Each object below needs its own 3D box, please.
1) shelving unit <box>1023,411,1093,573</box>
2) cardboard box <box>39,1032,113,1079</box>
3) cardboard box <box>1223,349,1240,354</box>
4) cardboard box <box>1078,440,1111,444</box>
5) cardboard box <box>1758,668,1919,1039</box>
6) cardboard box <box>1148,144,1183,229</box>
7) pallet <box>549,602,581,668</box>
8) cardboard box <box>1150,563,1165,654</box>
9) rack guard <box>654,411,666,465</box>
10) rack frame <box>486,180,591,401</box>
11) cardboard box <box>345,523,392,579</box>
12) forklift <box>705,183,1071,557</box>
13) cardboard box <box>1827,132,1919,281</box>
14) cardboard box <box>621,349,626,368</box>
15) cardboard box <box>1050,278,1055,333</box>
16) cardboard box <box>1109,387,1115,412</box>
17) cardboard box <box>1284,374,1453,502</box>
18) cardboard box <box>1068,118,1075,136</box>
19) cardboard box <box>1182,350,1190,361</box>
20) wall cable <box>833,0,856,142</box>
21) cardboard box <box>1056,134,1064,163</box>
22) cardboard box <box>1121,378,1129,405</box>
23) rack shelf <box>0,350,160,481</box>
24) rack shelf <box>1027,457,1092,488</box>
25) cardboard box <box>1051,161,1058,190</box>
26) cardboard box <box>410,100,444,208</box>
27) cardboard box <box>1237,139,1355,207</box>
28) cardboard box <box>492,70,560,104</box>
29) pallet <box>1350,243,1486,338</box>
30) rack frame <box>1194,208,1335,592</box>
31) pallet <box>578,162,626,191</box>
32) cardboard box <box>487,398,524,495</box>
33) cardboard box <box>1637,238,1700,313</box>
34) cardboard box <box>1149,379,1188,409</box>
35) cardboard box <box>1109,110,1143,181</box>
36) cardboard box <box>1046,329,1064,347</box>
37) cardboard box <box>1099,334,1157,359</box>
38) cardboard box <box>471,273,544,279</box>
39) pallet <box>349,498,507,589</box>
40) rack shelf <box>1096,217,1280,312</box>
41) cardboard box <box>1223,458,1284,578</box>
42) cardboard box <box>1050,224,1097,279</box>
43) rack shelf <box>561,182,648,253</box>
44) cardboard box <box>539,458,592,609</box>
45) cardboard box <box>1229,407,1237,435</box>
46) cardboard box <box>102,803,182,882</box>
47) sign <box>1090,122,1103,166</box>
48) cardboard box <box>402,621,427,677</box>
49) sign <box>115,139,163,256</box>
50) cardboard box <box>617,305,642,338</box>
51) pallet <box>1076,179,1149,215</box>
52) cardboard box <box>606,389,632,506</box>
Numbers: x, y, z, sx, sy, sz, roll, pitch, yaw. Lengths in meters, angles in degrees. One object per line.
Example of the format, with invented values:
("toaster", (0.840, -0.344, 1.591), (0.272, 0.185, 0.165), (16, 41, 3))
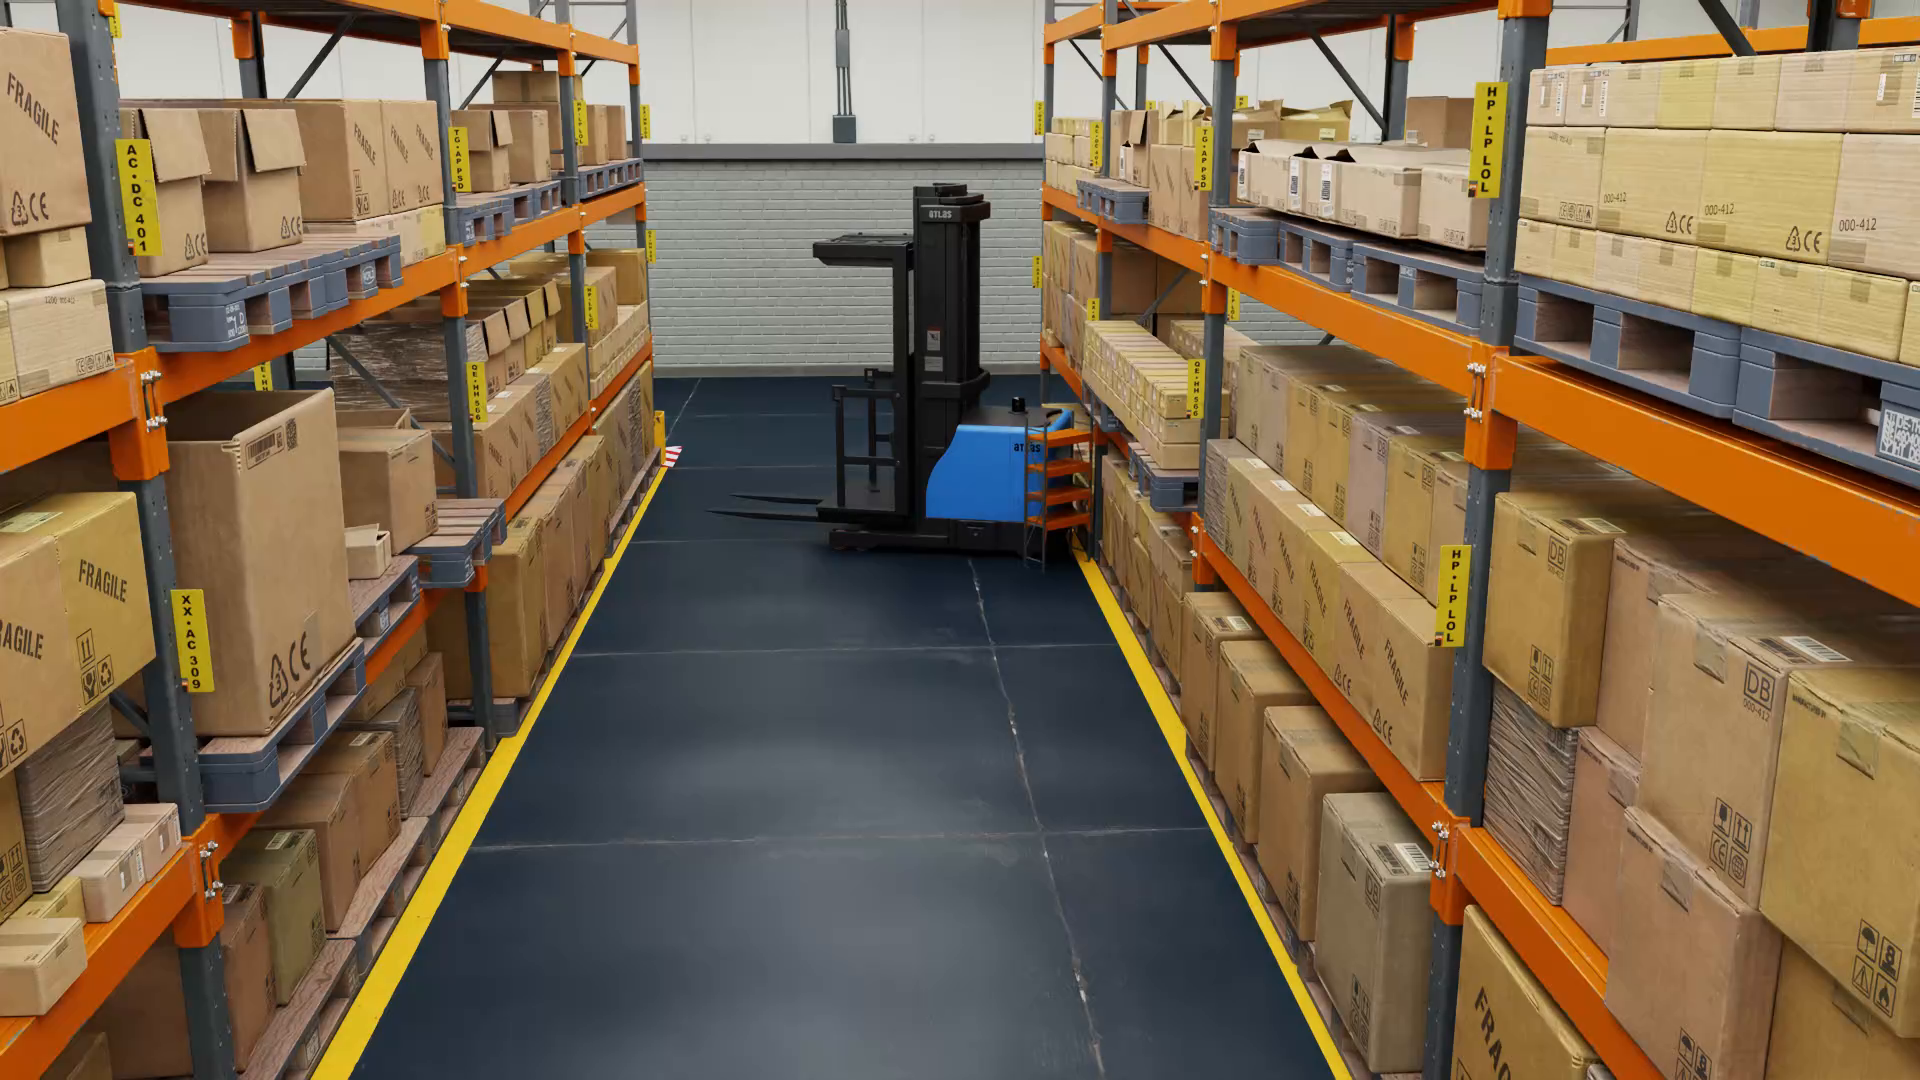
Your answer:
("shelving unit", (0.774, -0.384, 13.111), (0.503, 1.200, 0.258), (-12, 18, -38))
("cardboard box", (-2.899, 1.845, 5.008), (0.500, 0.500, 0.500), (-1, 14, -5))
("cardboard box", (1.895, -1.185, 11.079), (0.380, 0.149, 0.250), (-1, 14, -4))
("cardboard box", (1.141, -0.821, 14.884), (0.380, 0.149, 0.250), (-1, 14, -5))
("cardboard box", (2.148, 0.587, 3.259), (0.875, 0.550, 0.500), (-1, 14, -3))
("cardboard box", (1.465, -2.196, 10.320), (0.500, 0.500, 0.500), (-1, 14, -3))
("pallet", (-3.178, 0.594, 11.294), (1.003, 0.211, 1.213), (-1, 14, -3))
("cardboard box", (1.495, 0.410, 10.585), (0.500, 0.500, 0.500), (0, 14, -1))
("rack guard", (-3.629, -1.042, 17.071), (1.175, 0.500, 0.348), (-1, 14, -3))
("rack frame", (-3.380, -1.251, 12.870), (1.000, 3.000, 0.127), (-1, 14, -3))
("cardboard box", (-2.759, 0.016, 7.373), (0.396, 0.266, 0.258), (-1, 14, -5))
("forklift", (-0.611, -1.453, 13.790), (3.031, 2.935, 1.130), (3, 15, 12))
("cardboard box", (1.920, -0.586, 2.927), (0.500, 0.250, 0.500), (-1, 14, -3))
("cardboard box", (-3.164, -1.596, 14.714), (0.380, 0.149, 0.250), (-1, 14, -5))
("cardboard box", (1.140, -2.241, 15.921), (0.500, 0.500, 0.500), (-1, 14, -3))
("cardboard box", (1.229, -0.955, 11.379), (0.380, 0.149, 0.250), (-1, 14, -4))
("cardboard box", (1.909, -0.476, 7.648), (0.700, 0.500, 0.500), (-1, 14, -4))
("cardboard box", (1.143, -3.576, 14.381), (0.380, 0.149, 0.250), (-1, 14, -4))
("cardboard box", (1.829, -1.305, 12.145), (0.380, 0.149, 0.250), (0, 14, -1))
("wall cable", (-0.538, -8.169, 21.261), (2.277, 5.999, 0.120), (-1, 14, -3))
("cardboard box", (1.150, -3.551, 15.086), (0.500, 0.250, 0.500), (-1, 14, -3))
("cardboard box", (1.258, -0.970, 10.843), (0.380, 0.149, 0.250), (-1, 14, -2))
("rack shelf", (-2.760, 0.131, 2.920), (1.077, 0.370, 4.000), (-1, 14, -3))
("rack shelf", (0.774, -0.536, 13.072), (0.480, 0.148, 0.258), (-12, 18, -38))
("cardboard box", (1.130, -3.431, 15.623), (0.500, 0.250, 0.500), (0, 14, -2))
("cardboard box", (-2.853, -1.885, 8.109), (0.500, 0.500, 0.500), (-1, 14, -2))
("cardboard box", (1.650, -1.786, 8.063), (0.500, 0.311, 0.500), (-1, 14, -3))
("cardboard box", (-3.431, -3.601, 13.235), (0.500, 0.250, 0.500), (-2, 15, -7))
("pallet", (1.967, -0.900, 5.871), (0.805, 0.209, 1.217), (-1, 15, -6))
("rack frame", (1.825, -0.308, 9.204), (1.000, 3.000, 0.127), (-1, 14, -3))
("pallet", (-3.492, -3.167, 14.475), (1.003, 0.211, 1.213), (-1, 14, -3))
("cardboard box", (-2.925, -0.558, 9.976), (0.500, 0.500, 0.500), (-1, 14, -5))
("cardboard box", (1.803, -0.612, 3.824), (0.380, 0.149, 0.250), (-1, 14, -4))
("cardboard box", (1.324, -0.855, 9.798), (0.380, 0.149, 0.250), (-1, 14, -4))
("cardboard box", (1.491, -2.911, 12.259), (0.700, 0.500, 0.500), (-1, 14, -3))
("cardboard box", (1.043, -1.960, 16.128), (0.380, 0.149, 0.250), (-1, 14, -5))
("cardboard box", (1.192, -1.372, 11.808), (0.380, 0.149, 0.250), (-1, 14, -4))
("cardboard box", (-3.702, -1.921, 13.671), (0.500, 0.500, 0.500), (-1, 14, -3))
("pallet", (-2.981, 0.012, 8.345), (1.213, 0.211, 1.003), (-1, 14, -3))
("rack shelf", (1.701, -1.910, 10.853), (1.077, 0.370, 4.000), (-1, 14, -3))
("cardboard box", (1.618, -0.114, 8.250), (0.500, 0.500, 0.500), (-1, 14, -4))
("cardboard box", (1.130, -2.733, 15.825), (0.500, 0.500, 0.500), (0, 14, -2))
("rack shelf", (-3.504, -2.853, 14.519), (1.077, 0.370, 4.000), (-1, 14, -3))
("cardboard box", (-3.264, -0.045, 11.602), (1.225, 0.875, 0.875), (-1, 14, -5))
("cardboard box", (1.928, -0.771, 10.665), (0.380, 0.149, 0.250), (0, 14, -2))
("cardboard box", (-2.577, 0.909, 4.979), (0.380, 0.149, 0.250), (-1, 14, -3))
("sign", (1.036, -2.996, 12.592), (0.100, 0.325, 0.005), (-1, 14, -3))
("cardboard box", (-3.060, 0.544, 8.521), (0.500, 0.250, 0.500), (0, 14, -1))
("sign", (-2.343, -0.975, 4.739), (0.100, 0.325, 0.005), (-1, 14, -3))
("cardboard box", (-3.302, -2.075, 15.775), (0.500, 0.250, 0.500), (-1, 14, -4))
("pallet", (1.509, -2.509, 12.117), (1.213, 0.211, 1.003), (-1, 14, -3))
("cardboard box", (-3.396, -0.815, 14.595), (0.875, 0.875, 0.875), (-1, 14, -3))
